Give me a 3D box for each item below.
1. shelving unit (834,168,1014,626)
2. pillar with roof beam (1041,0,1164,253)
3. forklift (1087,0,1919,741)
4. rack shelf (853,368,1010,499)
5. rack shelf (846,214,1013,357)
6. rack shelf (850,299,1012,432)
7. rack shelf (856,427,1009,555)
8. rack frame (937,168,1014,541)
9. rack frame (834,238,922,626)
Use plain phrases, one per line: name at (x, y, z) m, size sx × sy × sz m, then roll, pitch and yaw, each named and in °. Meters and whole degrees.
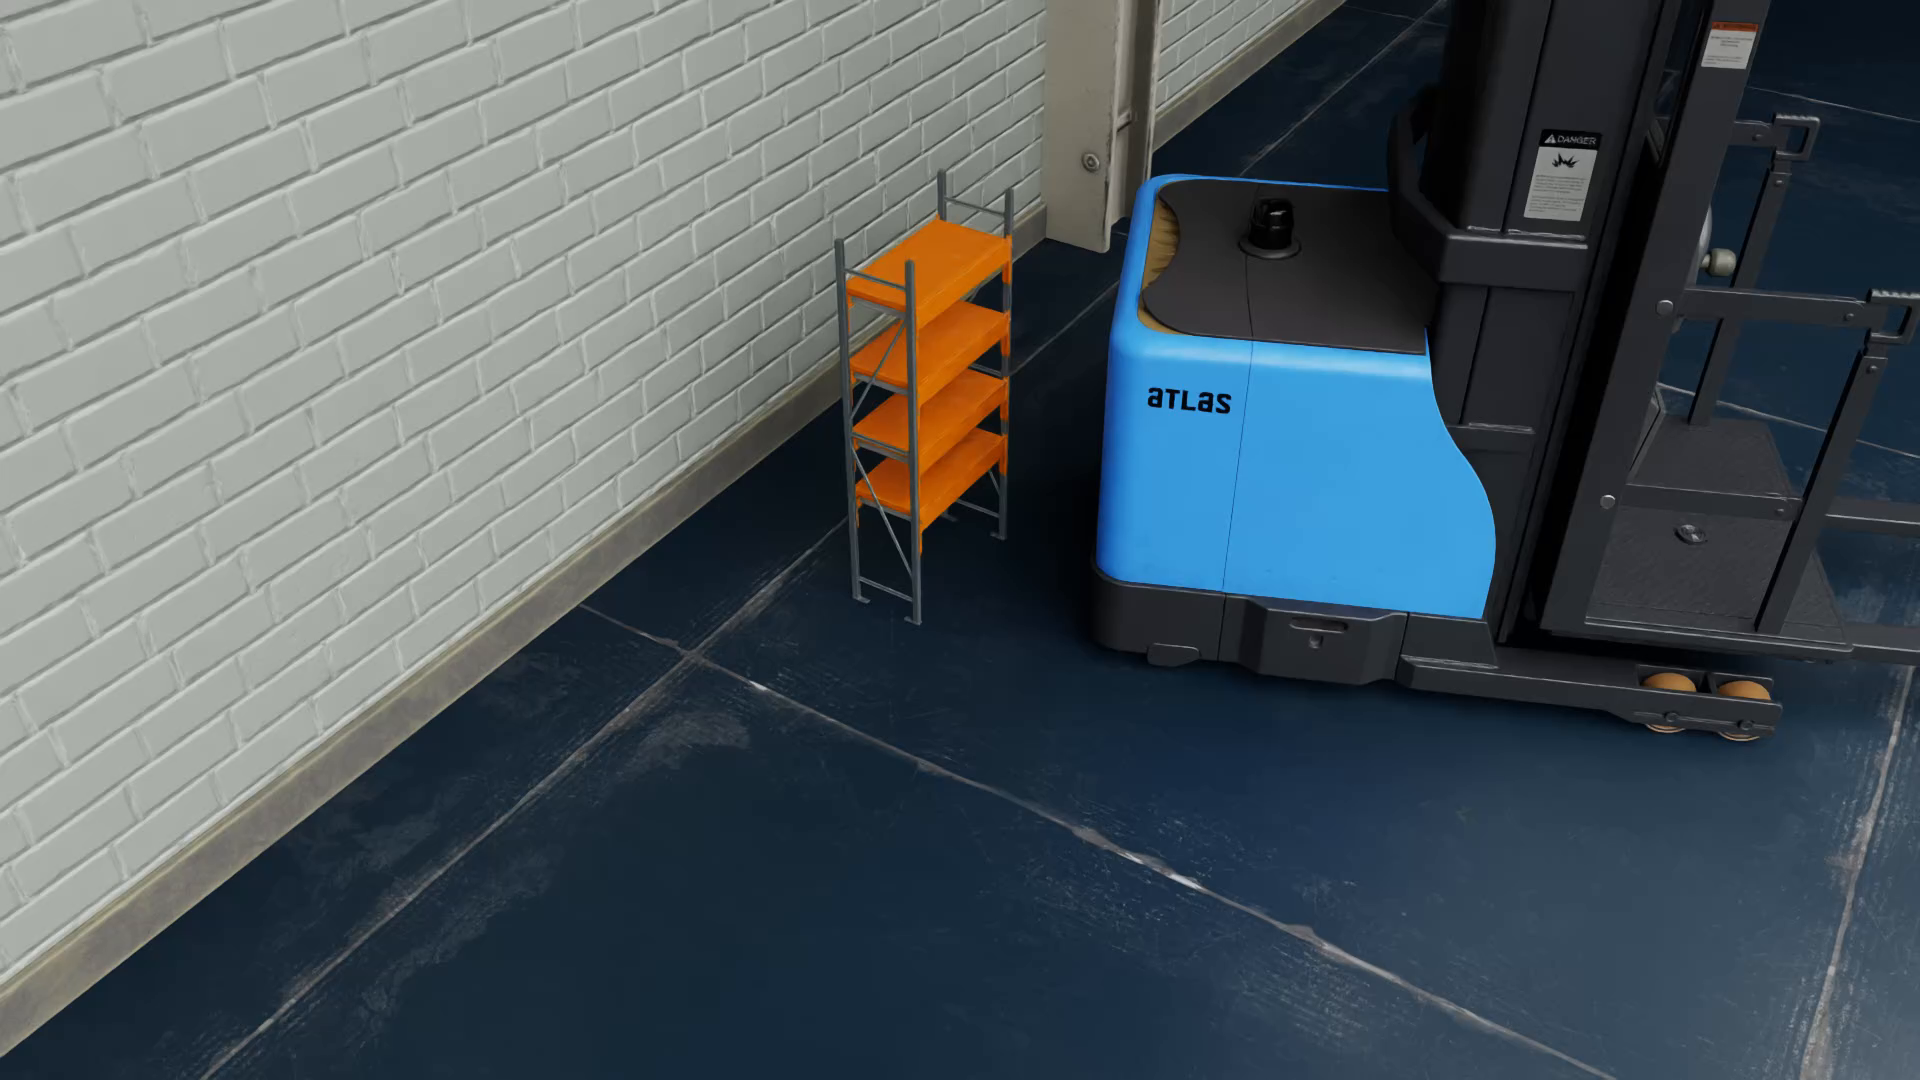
shelving unit at (-0.089, -0.390, 4.773) m, size 0.258 × 1.200 × 0.503 m, roll 21°, pitch 42°, yaw 25°
pillar with roof beam at (4.195, -3.473, 2.384) m, size 9.100 × 9.000 × 0.400 m, roll 21°, pitch 42°, yaw 25°
forklift at (1.931, -0.964, 4.099) m, size 3.031 × 2.935 × 1.130 m, roll 6°, pitch 38°, yaw 8°
rack shelf at (-0.089, -0.337, 4.814) m, size 0.258 × 0.148 × 0.480 m, roll 21°, pitch 42°, yaw 25°
rack shelf at (-0.089, -0.701, 4.533) m, size 0.258 × 0.148 × 0.480 m, roll 21°, pitch 42°, yaw 25°
rack shelf at (-0.089, -0.514, 4.677) m, size 0.258 × 0.148 × 0.480 m, roll 21°, pitch 42°, yaw 25°
rack shelf at (-0.089, -0.179, 4.935) m, size 0.258 × 0.148 × 0.480 m, roll 21°, pitch 42°, yaw 25°
rack frame at (0.042, -0.516, 4.936) m, size 0.240 × 1.200 × 0.015 m, roll 21°, pitch 42°, yaw 25°
rack frame at (-0.219, -0.264, 4.610) m, size 0.240 × 1.200 × 0.015 m, roll 21°, pitch 42°, yaw 25°
